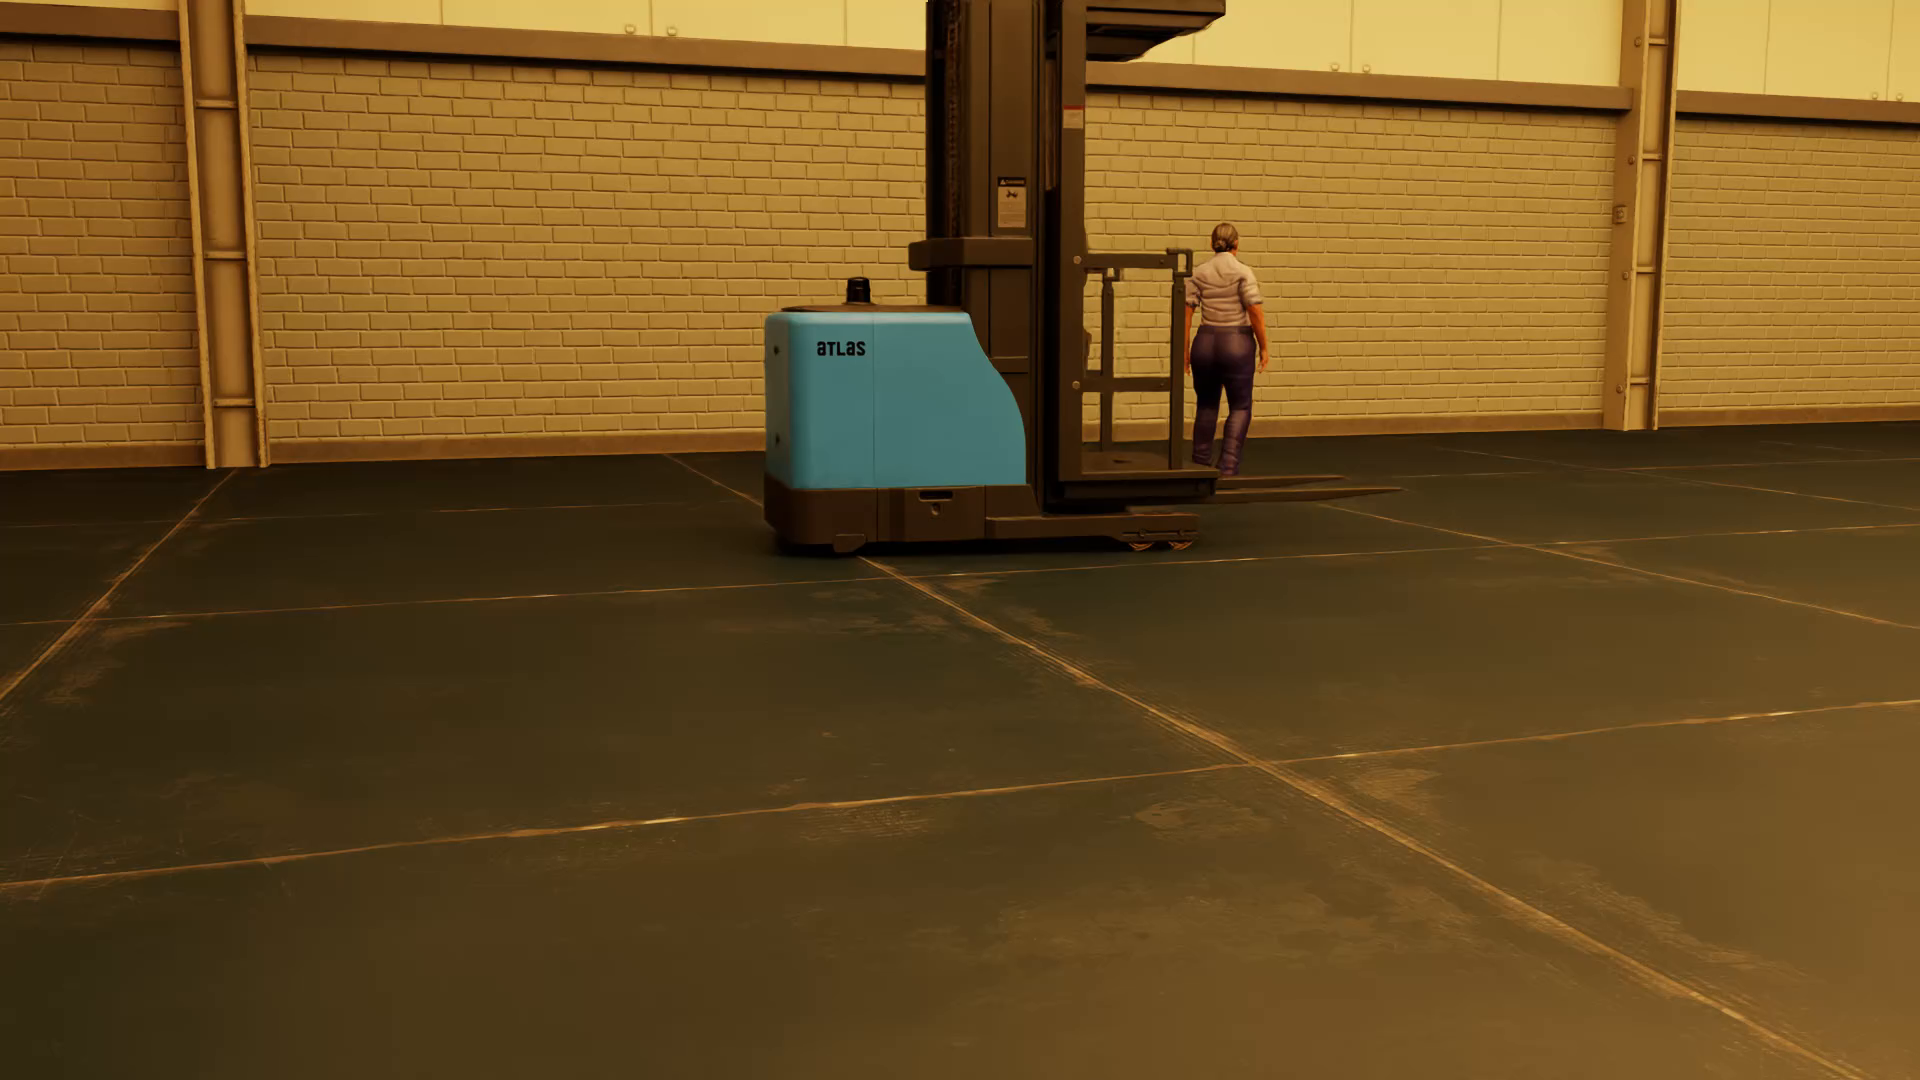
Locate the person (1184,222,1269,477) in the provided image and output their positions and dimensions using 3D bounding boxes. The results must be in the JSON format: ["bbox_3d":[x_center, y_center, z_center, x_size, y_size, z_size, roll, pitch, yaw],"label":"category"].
[{"bbox_3d":[1.684,-1.149,10.519,0.577,1.691,0.520,5,9,34],"label":"person"}]

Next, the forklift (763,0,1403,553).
[{"bbox_3d":[0.614,-1.475,7.896,3.031,2.935,1.130,-2,8,-14],"label":"forklift"}]
